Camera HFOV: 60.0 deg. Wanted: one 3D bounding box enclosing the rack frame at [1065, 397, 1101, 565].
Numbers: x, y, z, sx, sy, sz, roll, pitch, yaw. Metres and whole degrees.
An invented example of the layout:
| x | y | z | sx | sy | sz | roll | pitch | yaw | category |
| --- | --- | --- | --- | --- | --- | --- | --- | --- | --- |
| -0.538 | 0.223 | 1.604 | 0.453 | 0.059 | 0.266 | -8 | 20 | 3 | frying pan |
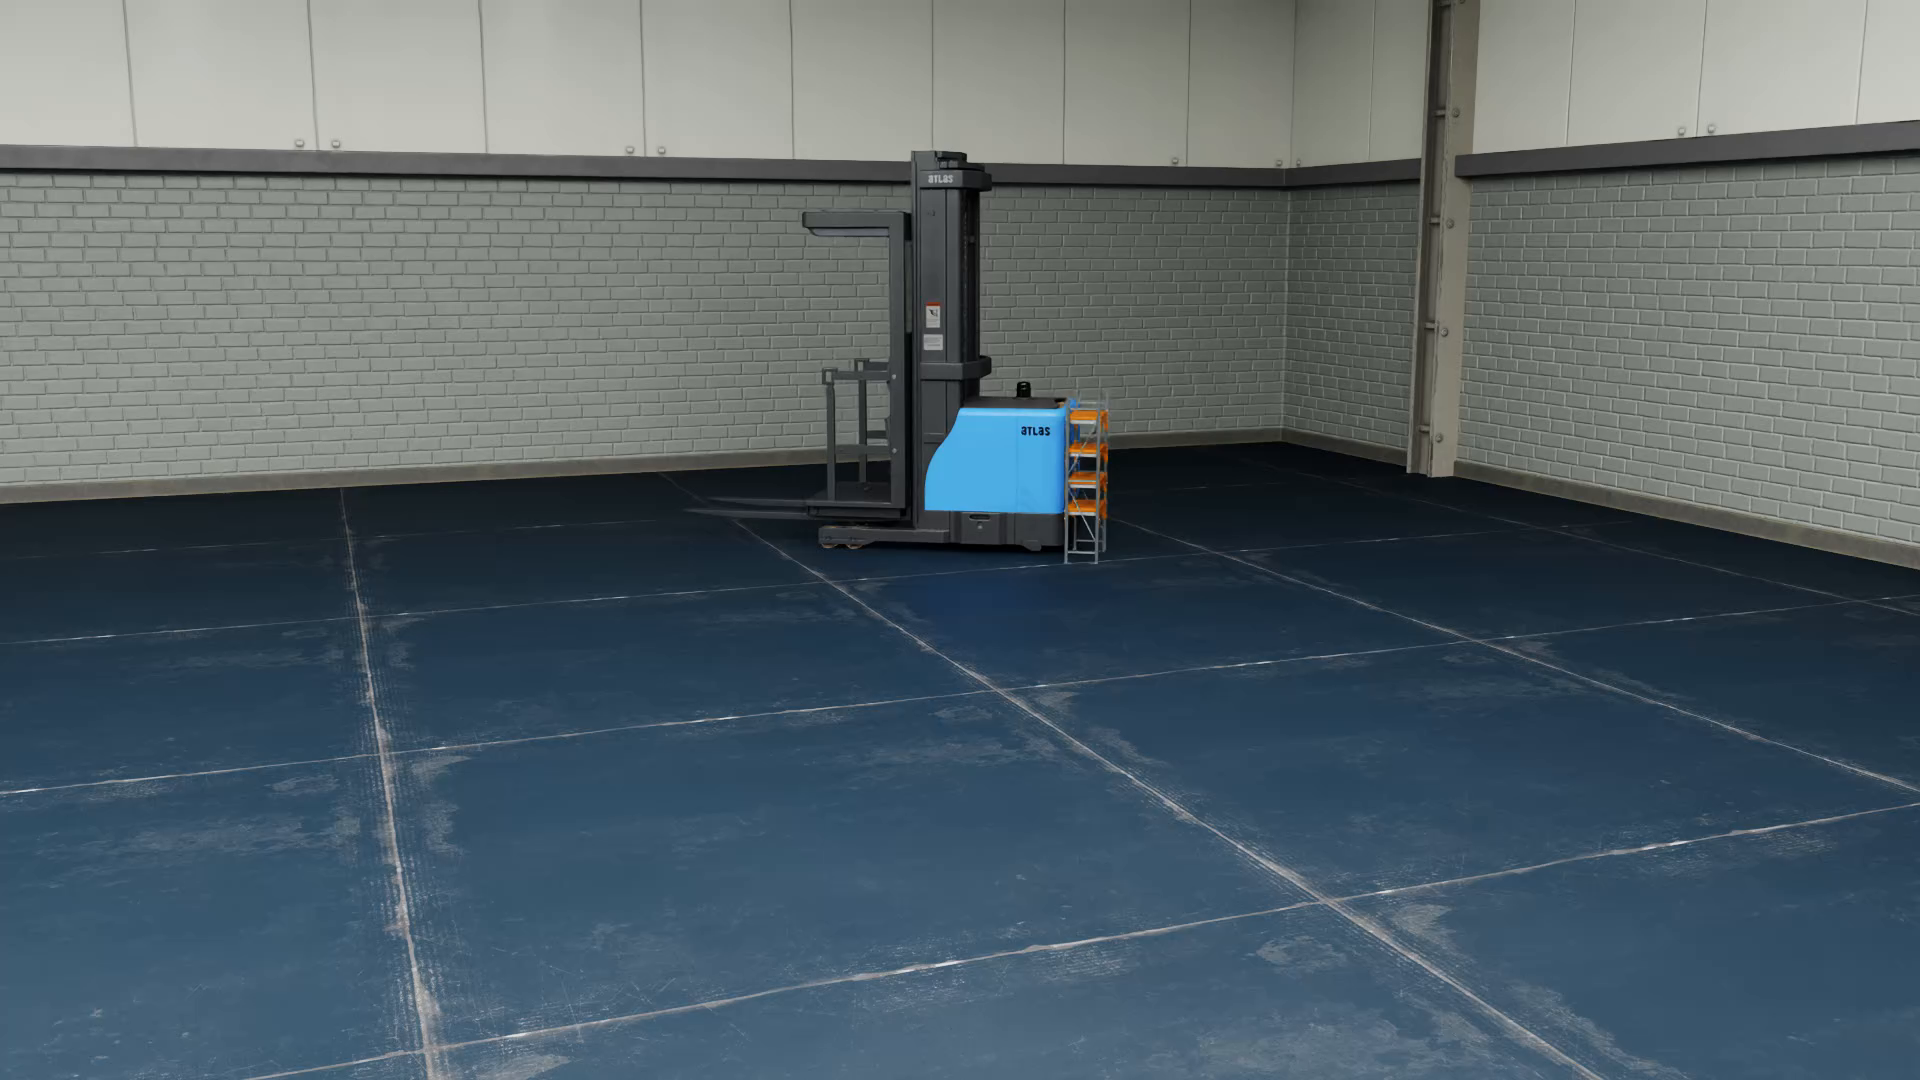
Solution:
| x | y | z | sx | sy | sz | roll | pitch | yaw | category |
| --- | --- | --- | --- | --- | --- | --- | --- | --- | --- |
| 0.873 | -0.420 | 11.855 | 0.240 | 1.200 | 0.015 | 2 | 10 | 11 | rack frame |

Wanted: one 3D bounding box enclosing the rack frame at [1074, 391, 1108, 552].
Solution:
| x | y | z | sx | sy | sz | roll | pitch | yaw | category |
| --- | --- | --- | --- | --- | --- | --- | --- | --- | --- |
| 0.970 | -0.504 | 12.326 | 0.240 | 1.200 | 0.015 | 2 | 10 | 11 | rack frame |

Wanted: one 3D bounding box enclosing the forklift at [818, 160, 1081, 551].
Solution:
| x | y | z | sx | sy | sz | roll | pitch | yaw | category |
| --- | --- | --- | --- | --- | --- | --- | --- | --- | --- |
| -0.077 | -1.414 | 12.683 | 1.939 | 2.867 | 1.129 | 2 | 10 | 10 | forklift |

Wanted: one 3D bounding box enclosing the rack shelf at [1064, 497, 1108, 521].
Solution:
| x | y | z | sx | sy | sz | roll | pitch | yaw | category |
| --- | --- | --- | --- | --- | --- | --- | --- | --- | --- |
| 0.921 | -0.200 | 12.138 | 0.258 | 0.148 | 0.480 | 2 | 10 | 11 | rack shelf |

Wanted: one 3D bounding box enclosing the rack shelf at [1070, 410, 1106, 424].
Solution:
| x | y | z | sx | sy | sz | roll | pitch | yaw | category |
| --- | --- | --- | --- | --- | --- | --- | --- | --- | --- |
| 0.922 | -0.888 | 12.015 | 0.221 | 0.050 | 0.457 | 2 | 10 | 11 | rack shelf |

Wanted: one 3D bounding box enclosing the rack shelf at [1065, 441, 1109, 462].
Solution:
| x | y | z | sx | sy | sz | roll | pitch | yaw | category |
| --- | --- | --- | --- | --- | --- | --- | --- | --- | --- |
| 0.922 | -0.616 | 12.064 | 0.258 | 0.148 | 0.480 | 2 | 10 | 11 | rack shelf |
